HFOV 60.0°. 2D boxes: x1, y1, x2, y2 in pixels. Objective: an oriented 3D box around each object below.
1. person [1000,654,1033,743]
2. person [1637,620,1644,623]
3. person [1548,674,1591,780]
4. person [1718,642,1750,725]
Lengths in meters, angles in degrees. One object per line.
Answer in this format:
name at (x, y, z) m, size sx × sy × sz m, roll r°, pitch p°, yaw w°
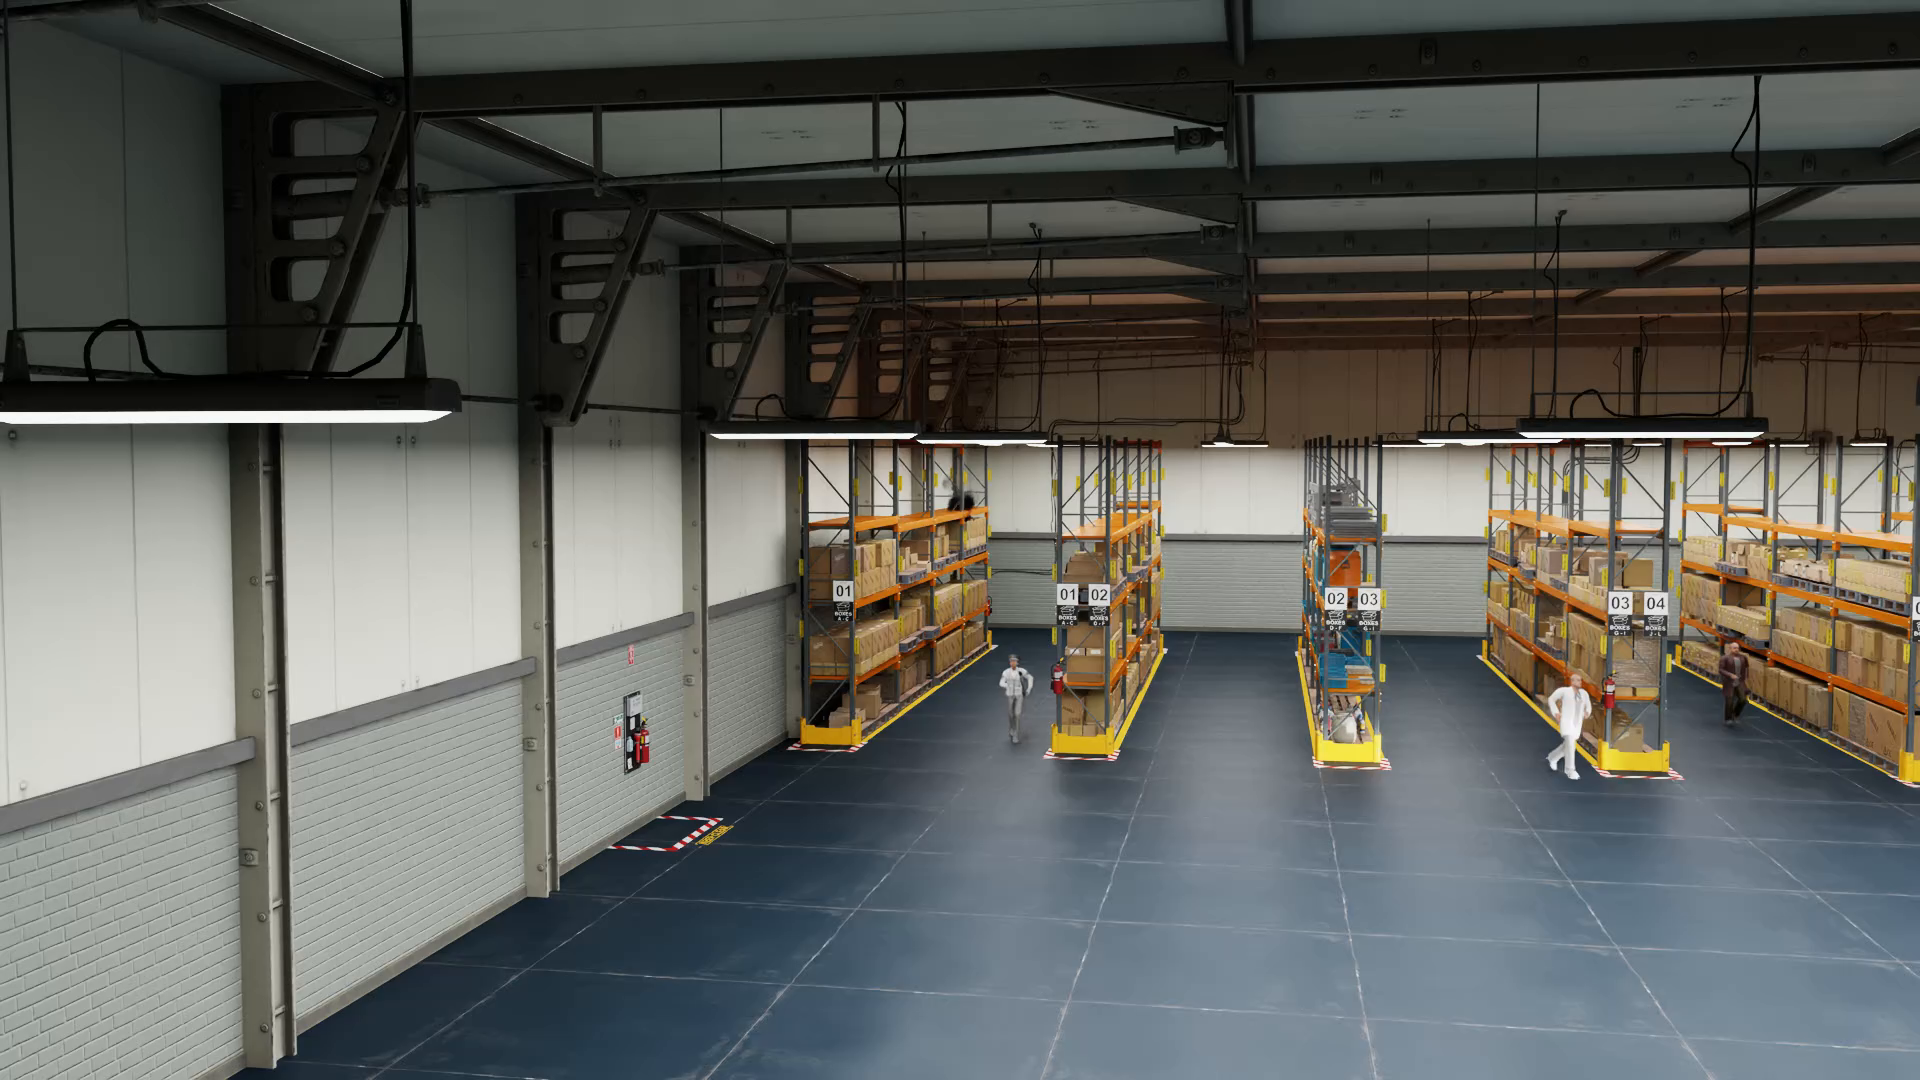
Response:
person at (1.089, 3.115, 32.849) m, size 0.610 × 1.728 × 0.818 m, roll 1°, pitch 3°, yaw 12°
person at (18.577, 2.452, 45.173) m, size 0.780 × 1.685 × 0.619 m, roll -2°, pitch 4°, yaw -31°
person at (10.792, 3.258, 29.349) m, size 0.712 × 1.787 × 0.922 m, roll -1°, pitch 3°, yaw -18°
person at (16.007, 2.983, 34.345) m, size 0.680 × 1.737 × 0.784 m, roll 0°, pitch 3°, yaw 6°
